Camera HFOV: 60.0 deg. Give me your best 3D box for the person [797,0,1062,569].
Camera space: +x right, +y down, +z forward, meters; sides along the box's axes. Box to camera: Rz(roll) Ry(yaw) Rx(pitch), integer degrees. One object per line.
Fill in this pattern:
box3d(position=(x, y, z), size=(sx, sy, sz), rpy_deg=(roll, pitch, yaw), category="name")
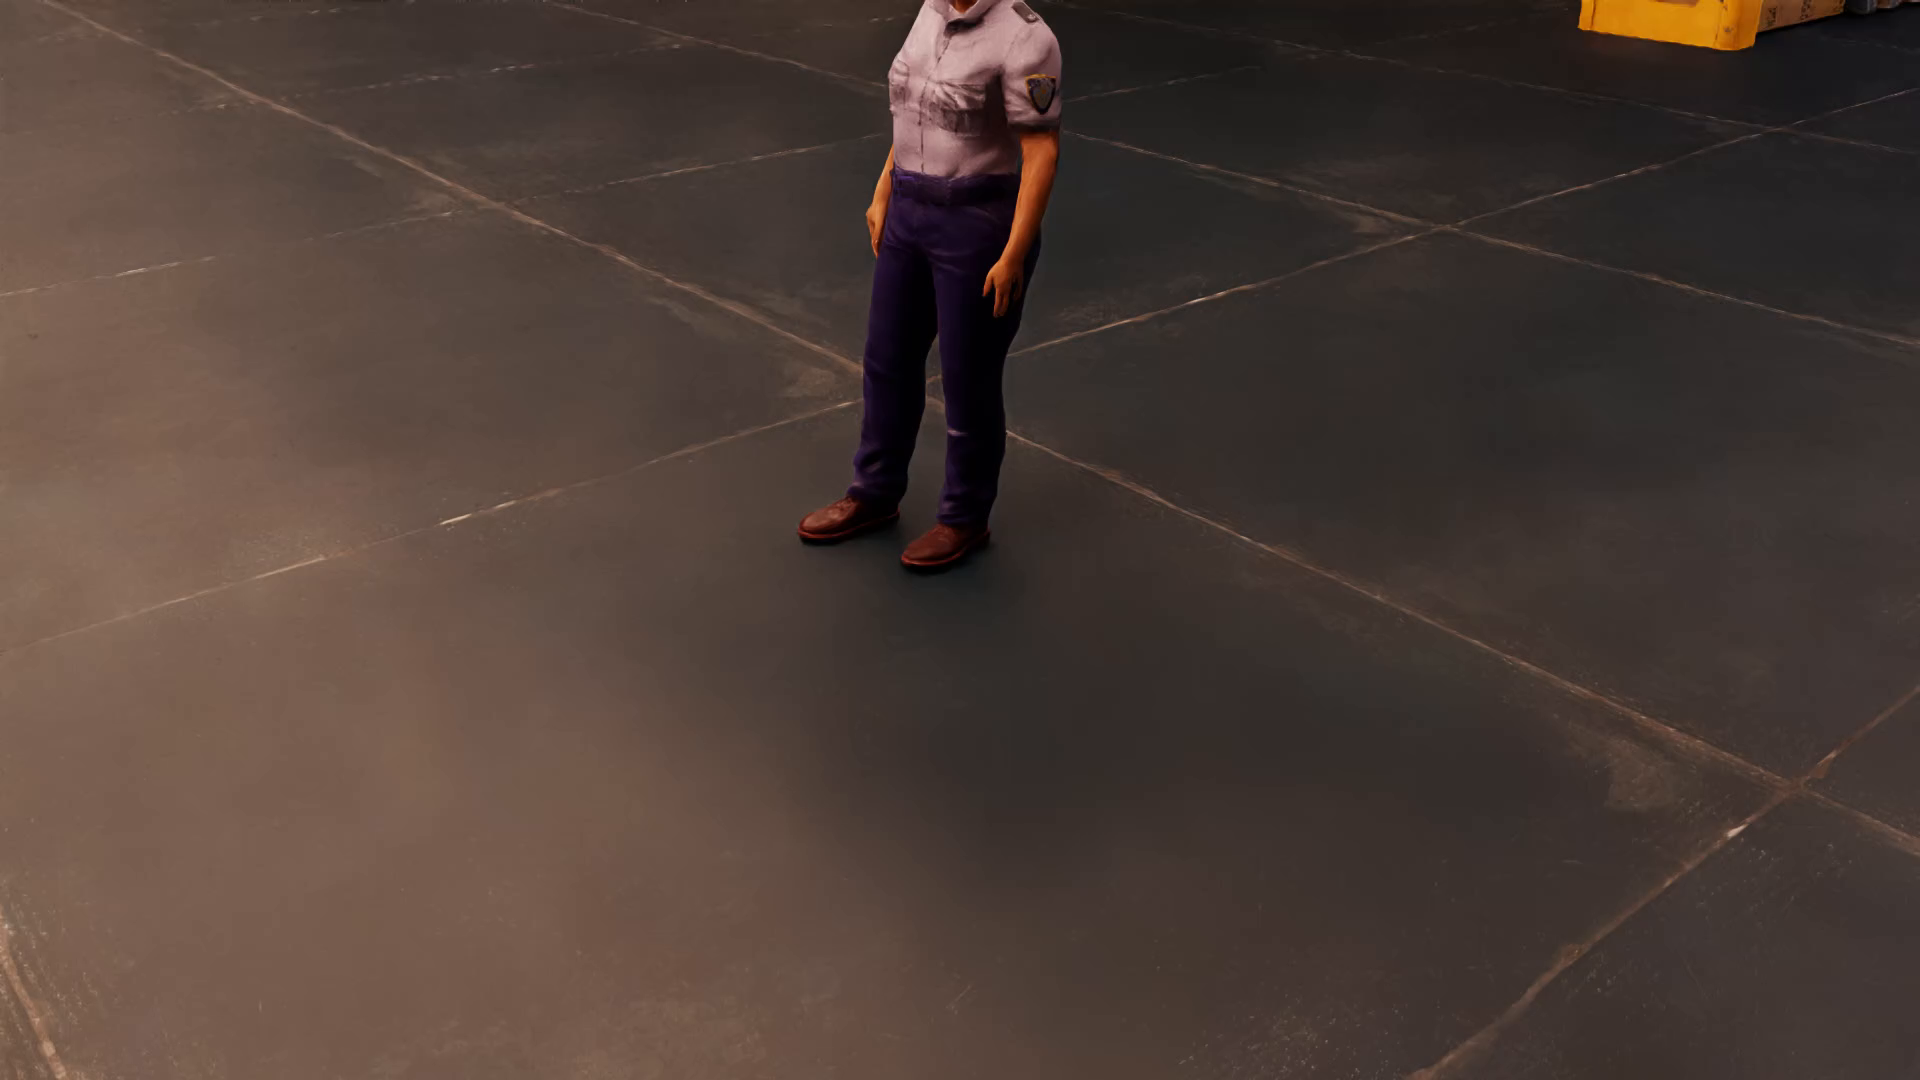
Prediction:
box3d(position=(-0.084, -0.719, 4.099), size=(0.501, 1.633, 0.599), rpy_deg=(-20, 33, -35), category="person")
